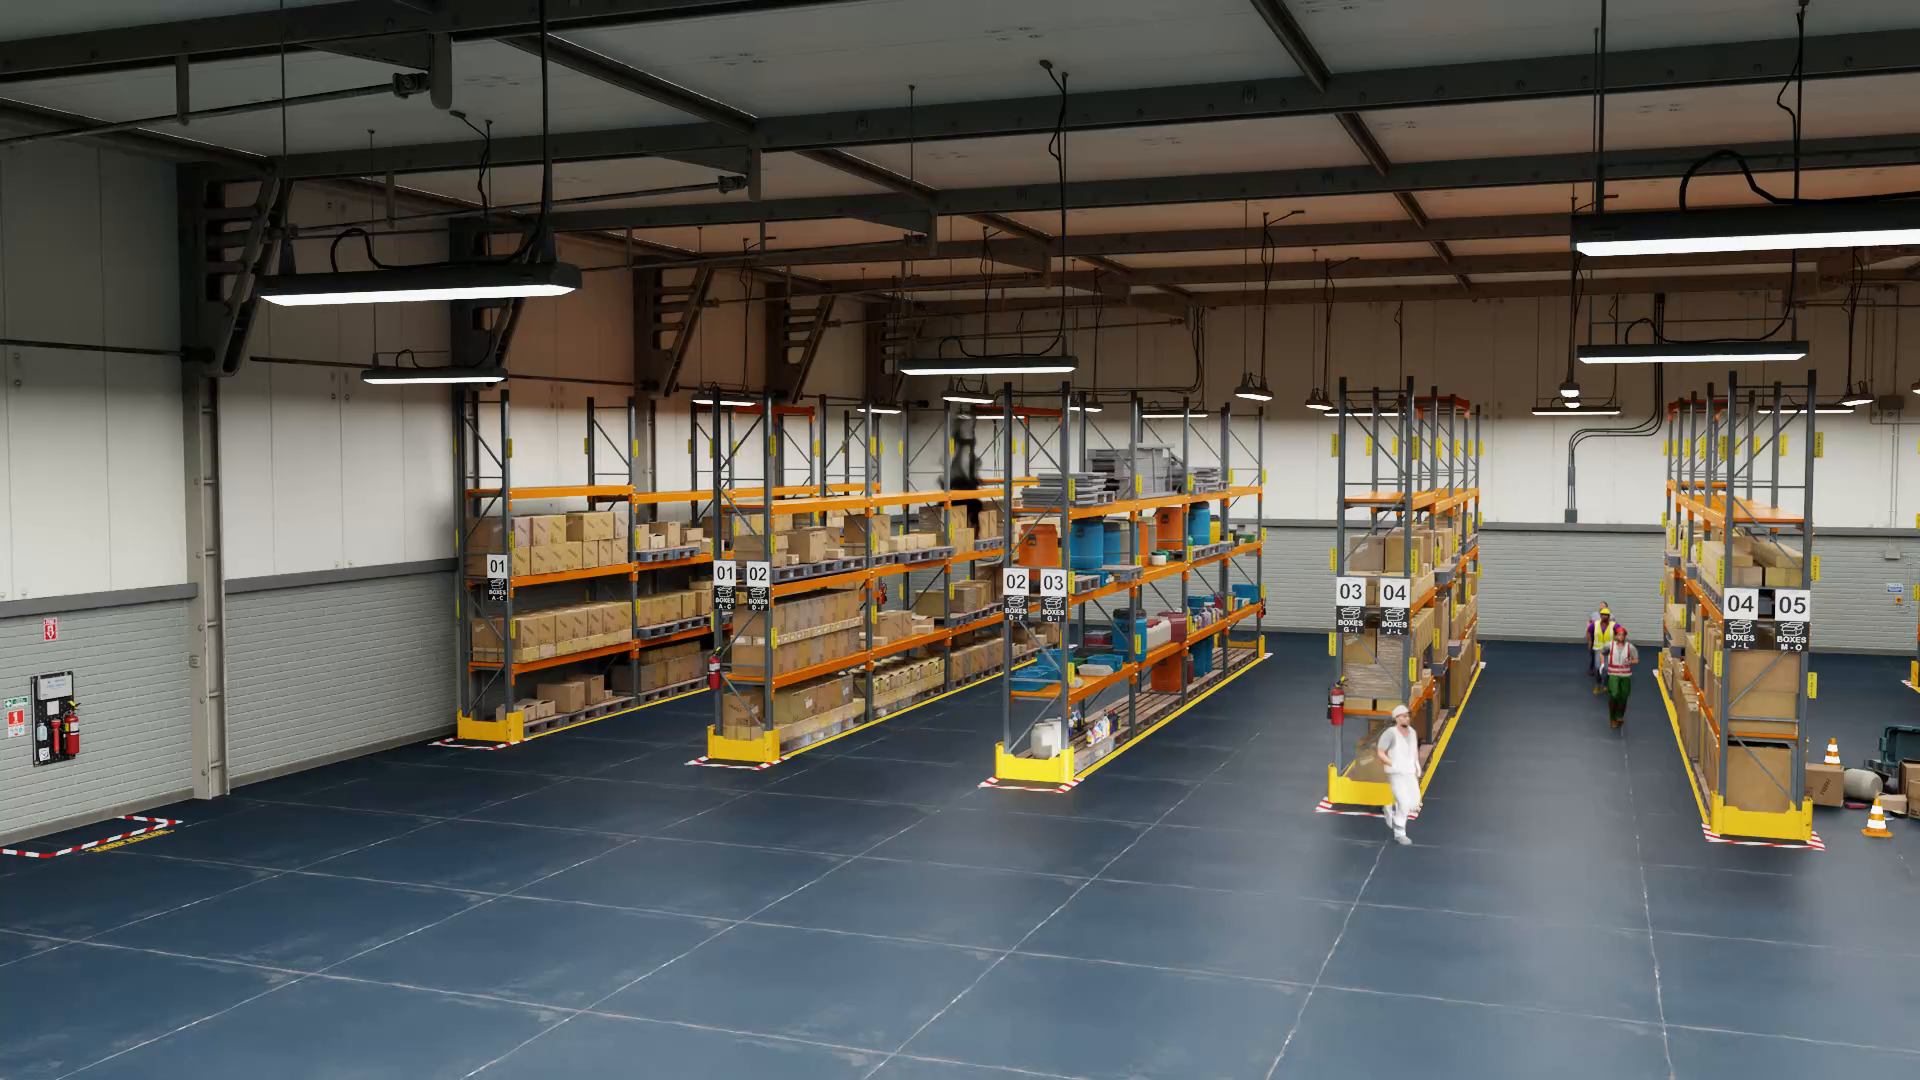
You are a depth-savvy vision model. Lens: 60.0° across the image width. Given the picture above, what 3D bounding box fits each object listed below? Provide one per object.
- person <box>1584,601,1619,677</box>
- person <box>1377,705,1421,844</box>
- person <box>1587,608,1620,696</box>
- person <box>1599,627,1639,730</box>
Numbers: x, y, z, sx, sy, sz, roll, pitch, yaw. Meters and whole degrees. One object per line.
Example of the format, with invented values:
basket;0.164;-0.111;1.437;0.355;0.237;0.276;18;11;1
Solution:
person;14.061;2.174;36.598;0.839;1.637;0.652;-3;4;-40
person;5.590;2.967;21.205;0.684;1.744;0.641;-2;4;-29
person;13.083;2.278;33.746;0.685;1.799;0.733;1;3;20
person;11.801;2.470;29.773;0.645;1.841;0.767;1;3;14
